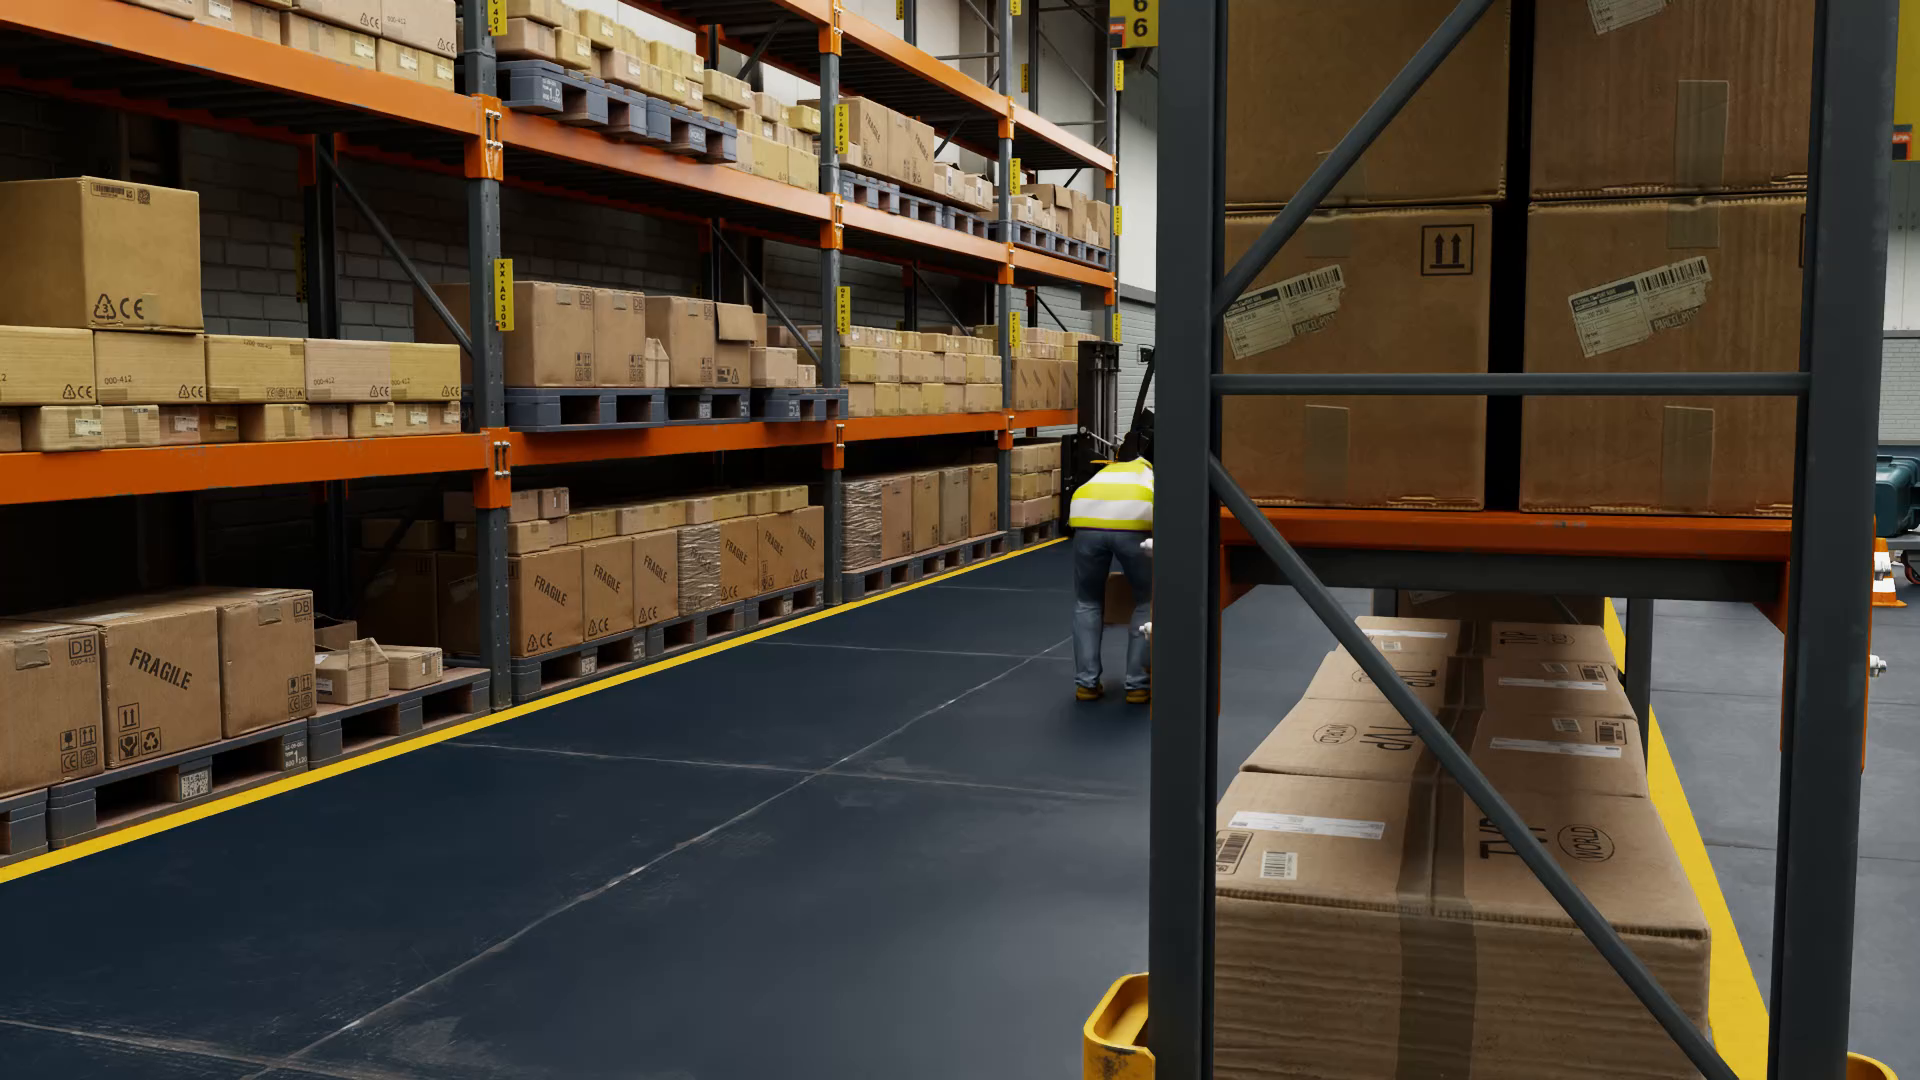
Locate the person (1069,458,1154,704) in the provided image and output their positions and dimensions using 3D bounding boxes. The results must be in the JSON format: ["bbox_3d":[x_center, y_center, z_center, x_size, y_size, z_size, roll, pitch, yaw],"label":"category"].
[{"bbox_3d":[0.817,0.179,8.302,0.477,1.148,0.974,2,5,17],"label":"person"}]
